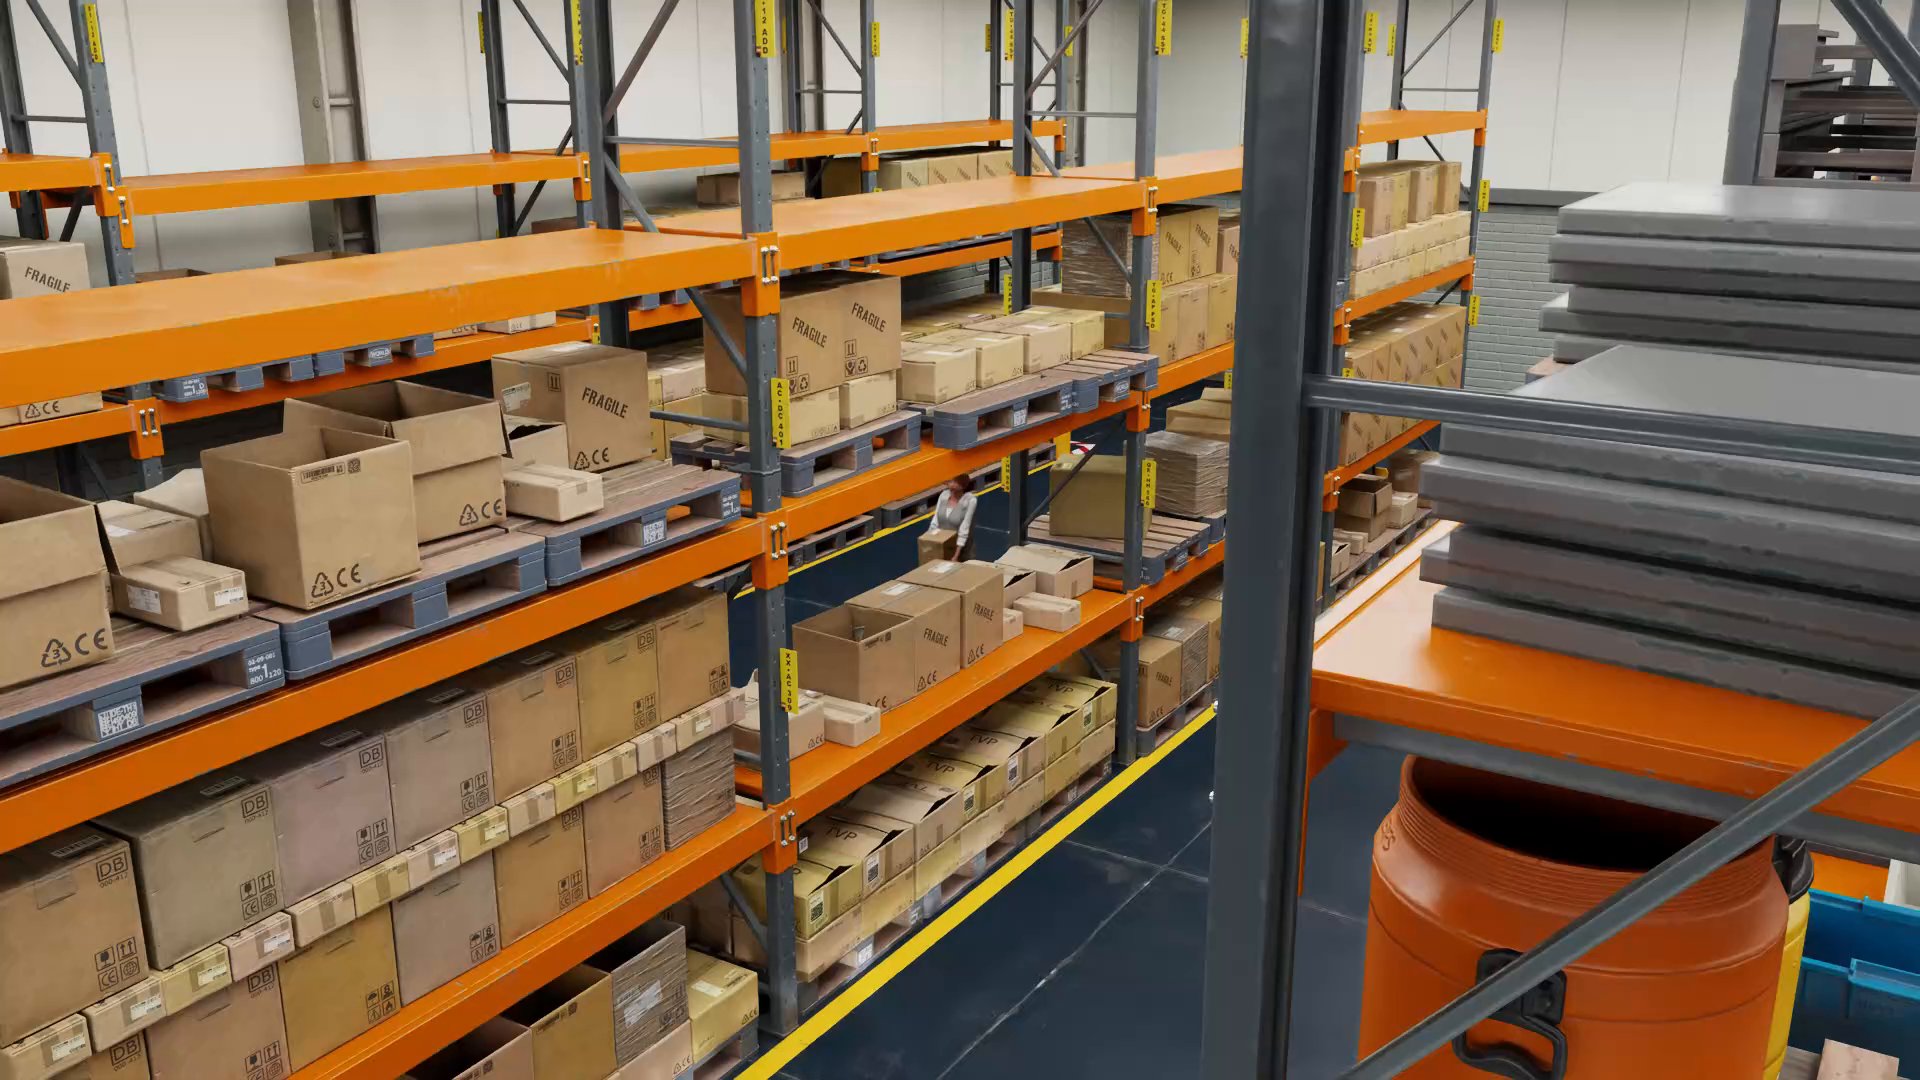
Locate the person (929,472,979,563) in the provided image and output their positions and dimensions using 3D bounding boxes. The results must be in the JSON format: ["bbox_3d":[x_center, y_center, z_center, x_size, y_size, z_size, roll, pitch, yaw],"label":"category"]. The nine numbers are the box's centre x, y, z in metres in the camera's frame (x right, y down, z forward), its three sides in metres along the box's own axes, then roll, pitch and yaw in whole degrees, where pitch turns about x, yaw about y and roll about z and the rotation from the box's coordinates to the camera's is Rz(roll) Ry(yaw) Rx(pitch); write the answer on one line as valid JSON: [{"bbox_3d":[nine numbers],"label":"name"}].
[{"bbox_3d":[-0.074,0.169,13.990,0.375,1.600,0.502,10,19,30],"label":"person"}]
